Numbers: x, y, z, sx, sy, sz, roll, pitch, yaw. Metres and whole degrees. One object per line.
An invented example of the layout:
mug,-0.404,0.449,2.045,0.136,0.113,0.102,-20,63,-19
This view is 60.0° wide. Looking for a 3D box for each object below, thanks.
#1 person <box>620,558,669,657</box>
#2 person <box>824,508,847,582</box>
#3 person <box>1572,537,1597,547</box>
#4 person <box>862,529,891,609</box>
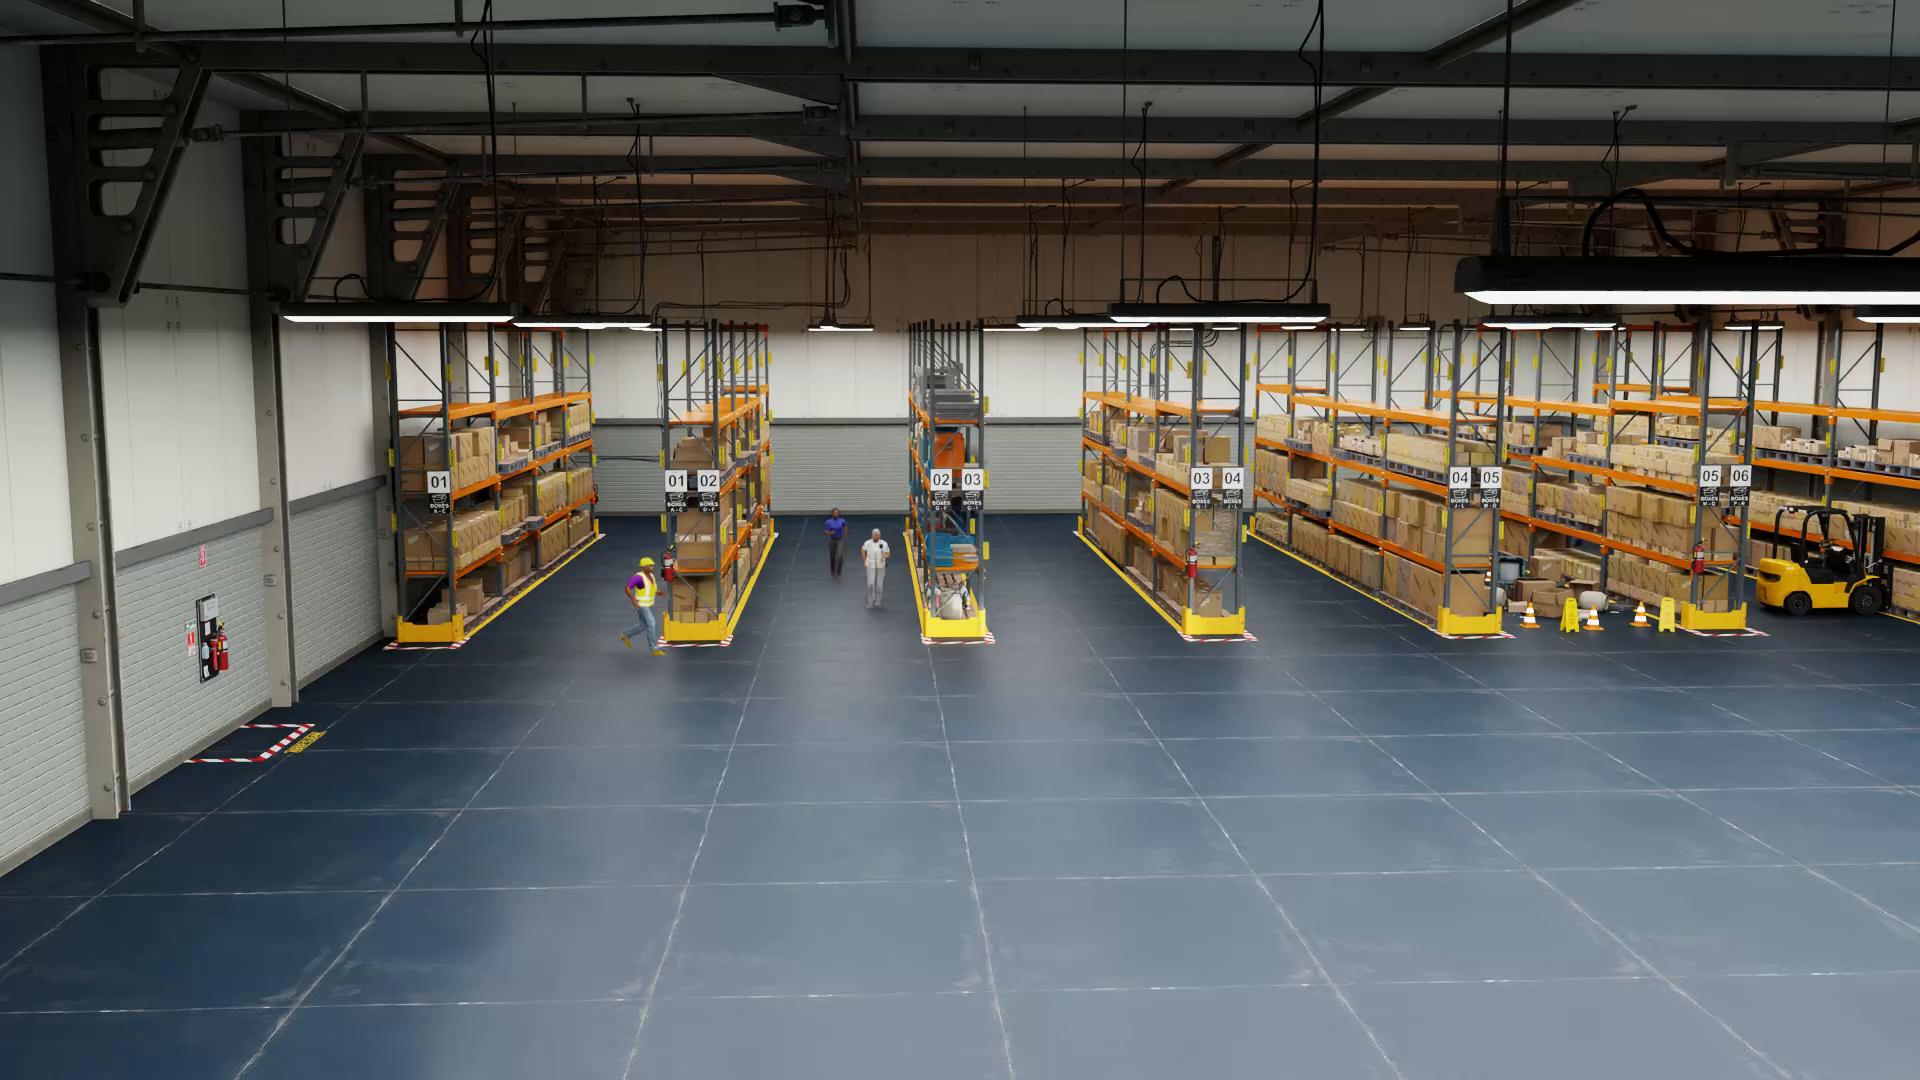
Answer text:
person,-5.706,1.186,29.776,0.963,1.760,0.678,2,7,16
person,-2.907,0.094,38.892,0.538,1.706,0.863,-1,7,-5
person,16.901,-0.588,44.848,0.601,1.589,0.789,-4,8,-32
person,-1.762,0.610,34.939,0.606,1.715,0.725,0,7,-4
